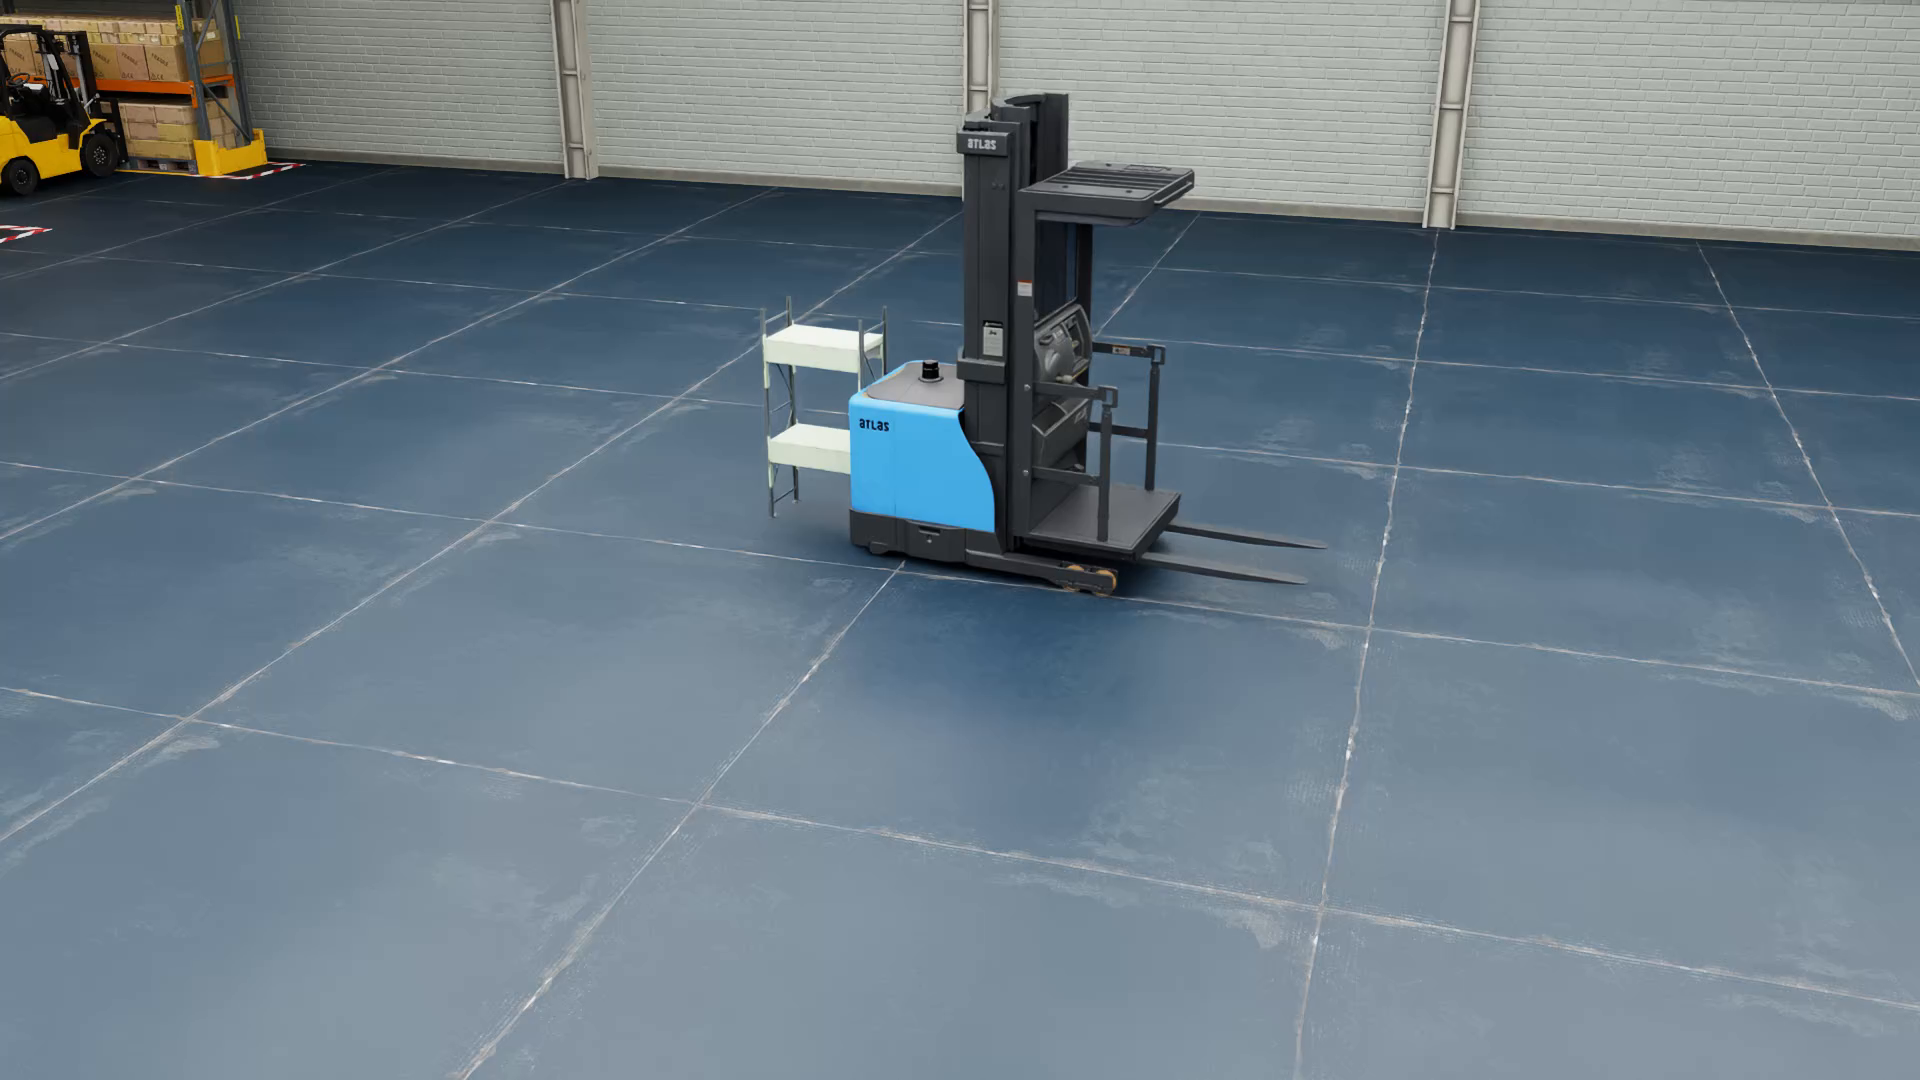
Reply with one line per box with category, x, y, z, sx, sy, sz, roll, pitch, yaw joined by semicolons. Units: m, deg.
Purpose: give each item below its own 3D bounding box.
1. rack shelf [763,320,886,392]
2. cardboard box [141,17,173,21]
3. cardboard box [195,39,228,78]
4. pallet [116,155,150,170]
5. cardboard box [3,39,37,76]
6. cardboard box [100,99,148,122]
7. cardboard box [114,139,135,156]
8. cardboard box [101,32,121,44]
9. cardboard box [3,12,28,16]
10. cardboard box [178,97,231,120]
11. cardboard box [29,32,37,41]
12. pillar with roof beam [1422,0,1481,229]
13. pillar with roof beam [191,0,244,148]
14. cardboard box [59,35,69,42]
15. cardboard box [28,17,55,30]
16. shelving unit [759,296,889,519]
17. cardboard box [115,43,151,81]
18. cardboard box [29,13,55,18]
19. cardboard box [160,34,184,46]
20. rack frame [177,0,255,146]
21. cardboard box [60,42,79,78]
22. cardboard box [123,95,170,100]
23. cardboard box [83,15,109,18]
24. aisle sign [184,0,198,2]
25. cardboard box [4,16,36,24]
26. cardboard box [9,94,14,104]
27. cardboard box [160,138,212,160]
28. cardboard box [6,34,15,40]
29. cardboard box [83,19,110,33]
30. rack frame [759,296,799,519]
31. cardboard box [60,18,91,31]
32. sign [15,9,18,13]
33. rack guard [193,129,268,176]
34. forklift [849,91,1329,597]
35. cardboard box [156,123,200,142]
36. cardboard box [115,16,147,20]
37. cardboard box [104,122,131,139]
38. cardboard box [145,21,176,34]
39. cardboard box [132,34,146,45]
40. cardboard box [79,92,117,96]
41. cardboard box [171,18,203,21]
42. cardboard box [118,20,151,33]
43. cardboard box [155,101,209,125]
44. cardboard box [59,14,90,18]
rack shelf;-0.910;-1.218;11.235;0.720;0.370;0.431;9;24;21
cardboard box;-11.801;-7.599;24.463;0.250;0.149;0.380;7;23;16
cardboard box;-11.205;-7.104;24.505;0.500;0.500;0.500;7;23;17
pallet;-12.720;-5.816;25.170;1.213;0.211;1.003;7;23;15
cardboard box;-13.788;-7.193;24.721;0.500;0.500;0.500;7;23;16
cardboard box;-12.319;-6.330;24.502;0.500;0.250;0.500;7;23;16
cardboard box;-12.302;-5.878;24.717;0.500;0.250;0.500;7;23;16
cardboard box;-12.211;-7.297;24.120;0.250;0.149;0.380;6;23;14
cardboard box;-14.248;-7.900;25.199;0.250;0.149;0.380;7;23;16
cardboard box;-11.217;-6.409;24.694;0.500;0.250;0.500;6;23;15
cardboard box;-13.440;-7.428;24.439;0.250;0.149;0.380;6;23;15
pillar with roof beam;4.772;-6.545;15.368;0.400;9.000;9.100;7;23;16
pillar with roof beam;-12.461;-8.518;20.178;0.400;9.000;9.100;7;23;16
cardboard box;-12.937;-7.380;24.324;0.250;0.149;0.380;6;23;14
cardboard box;-13.425;-7.578;24.413;0.250;0.149;0.380;6;23;15
shelving unit;-0.910;-0.857;11.383;0.755;1.500;0.431;9;24;21
cardboard box;-11.852;-6.968;24.173;0.500;0.500;0.500;7;23;17
cardboard box;-13.762;-7.833;25.036;0.250;0.149;0.380;6;23;15
cardboard box;-11.224;-7.185;23.848;0.250;0.149;0.380;7;23;16
rack frame;-10.811;-6.903;24.146;0.127;3.000;1.000;7;23;16
cardboard box;-12.827;-7.075;24.434;0.500;0.500;0.500;7;23;16
cardboard box;-12.172;-6.521;24.968;0.500;0.250;0.500;6;23;15
cardboard box;-12.797;-7.709;24.732;0.250;0.149;0.380;7;23;17
aisle sign;-10.833;-7.992;23.375;0.004;0.787;0.394;7;23;16
cardboard box;-13.898;-7.662;24.618;0.250;0.149;0.380;6;23;15
cardboard box;-14.268;-6.559;25.060;0.500;0.250;0.500;6;23;15
cardboard box;-11.352;-5.762;24.434;0.500;0.250;0.500;7;23;16
cardboard box;-13.906;-7.511;24.642;0.250;0.149;0.380;6;23;15
cardboard box;-12.466;-7.453;24.109;0.250;0.149;0.380;7;23;17
rack frame;-1.246;-0.912;11.517;0.023;1.500;0.400;9;24;21
cardboard box;-12.921;-7.549;24.343;0.250;0.149;0.380;7;23;16
sign;-14.482;-7.980;25.527;0.005;0.325;0.100;7;23;16
rack guard;-10.788;-5.744;24.614;0.348;0.500;1.175;7;23;16
forklift;0.832;-1.229;10.403;3.031;2.935;1.130;9;24;21
cardboard box;-11.367;-5.996;24.346;0.500;0.250;0.500;6;23;15
cardboard box;-12.283;-7.683;24.669;0.250;0.149;0.380;6;23;14
cardboard box;-12.345;-6.104;24.609;0.500;0.250;0.500;6;23;14
cardboard box;-11.460;-7.365;23.895;0.250;0.149;0.380;7;23;16
cardboard box;-11.708;-7.253;24.014;0.250;0.149;0.380;7;23;17
cardboard box;-13.144;-6.632;25.238;0.500;0.250;0.500;7;23;16
cardboard box;-11.307;-7.553;24.353;0.250;0.149;0.380;7;23;17
cardboard box;-11.935;-7.438;24.073;0.250;0.149;0.380;7;23;16
cardboard box;-11.342;-6.225;24.245;0.500;0.250;0.500;7;23;17
cardboard box;-13.262;-7.793;24.937;0.250;0.149;0.380;6;23;15
